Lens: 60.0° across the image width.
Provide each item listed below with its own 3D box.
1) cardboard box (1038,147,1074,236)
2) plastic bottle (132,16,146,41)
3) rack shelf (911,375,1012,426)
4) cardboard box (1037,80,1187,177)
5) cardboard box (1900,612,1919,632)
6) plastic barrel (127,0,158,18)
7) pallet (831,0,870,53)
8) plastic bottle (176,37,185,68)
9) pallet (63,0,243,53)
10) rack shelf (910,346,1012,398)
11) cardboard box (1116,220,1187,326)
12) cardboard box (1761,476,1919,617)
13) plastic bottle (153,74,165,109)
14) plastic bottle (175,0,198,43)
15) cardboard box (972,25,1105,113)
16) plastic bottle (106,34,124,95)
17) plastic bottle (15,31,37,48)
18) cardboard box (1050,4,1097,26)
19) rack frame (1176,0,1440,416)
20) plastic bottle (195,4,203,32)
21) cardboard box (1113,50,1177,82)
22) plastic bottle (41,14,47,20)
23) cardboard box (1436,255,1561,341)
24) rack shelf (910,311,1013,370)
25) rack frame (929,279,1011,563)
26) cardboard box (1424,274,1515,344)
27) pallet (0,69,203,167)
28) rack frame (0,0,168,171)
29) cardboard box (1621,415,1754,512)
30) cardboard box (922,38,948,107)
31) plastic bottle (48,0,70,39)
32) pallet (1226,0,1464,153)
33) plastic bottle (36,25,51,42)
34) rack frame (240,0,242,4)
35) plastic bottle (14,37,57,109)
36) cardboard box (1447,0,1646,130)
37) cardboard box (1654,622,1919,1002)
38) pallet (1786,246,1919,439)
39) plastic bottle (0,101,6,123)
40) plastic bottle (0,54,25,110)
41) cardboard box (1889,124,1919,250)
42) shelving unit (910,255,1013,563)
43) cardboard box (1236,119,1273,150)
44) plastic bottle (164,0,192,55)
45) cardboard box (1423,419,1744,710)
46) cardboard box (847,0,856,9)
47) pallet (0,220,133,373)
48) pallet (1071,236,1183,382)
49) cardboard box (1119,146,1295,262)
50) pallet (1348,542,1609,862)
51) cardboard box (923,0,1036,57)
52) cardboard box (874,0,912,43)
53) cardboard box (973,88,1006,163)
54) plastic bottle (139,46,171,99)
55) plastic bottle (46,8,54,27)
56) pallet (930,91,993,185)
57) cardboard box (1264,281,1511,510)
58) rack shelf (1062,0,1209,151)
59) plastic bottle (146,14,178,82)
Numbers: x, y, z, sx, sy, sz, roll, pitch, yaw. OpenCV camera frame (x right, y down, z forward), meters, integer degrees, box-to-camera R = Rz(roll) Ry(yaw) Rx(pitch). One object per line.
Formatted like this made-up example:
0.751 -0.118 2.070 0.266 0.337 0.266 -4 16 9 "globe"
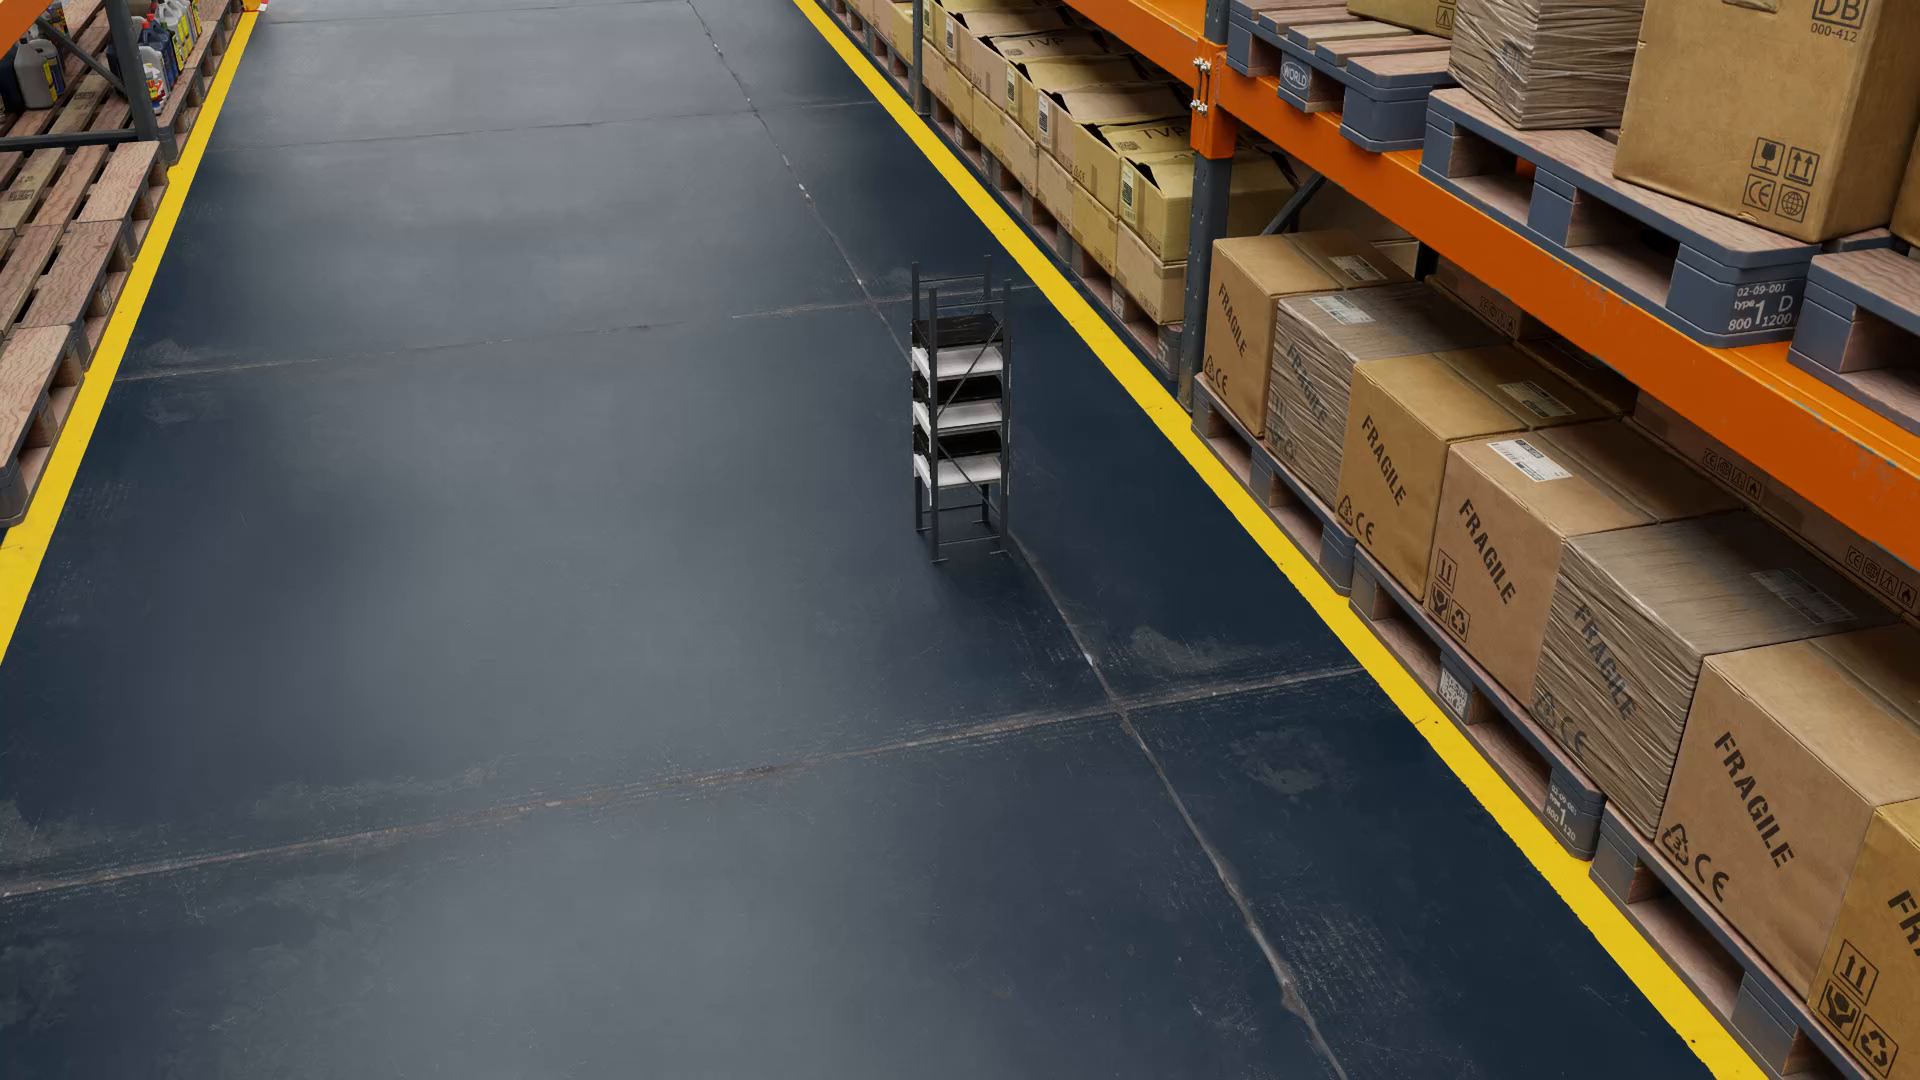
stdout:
0.651 -1.549 7.258 0.500 0.250 0.500 -7 31 -12 "cardboard box"
-4.655 -2.840 9.442 0.152 0.276 0.135 -8 31 -13 "plastic bottle"
0.002 -0.435 4.989 0.258 0.077 0.200 -8 31 -13 "rack shelf"
0.645 -1.793 7.119 0.500 0.311 0.500 -8 31 -14 "cardboard box"
2.313 0.457 3.522 0.500 0.500 0.500 -7 31 -13 "cardboard box"
-5.222 -3.606 10.550 0.421 0.512 0.421 0 30 0 "plastic barrel"
-0.263 -3.549 11.171 1.003 0.211 1.213 -8 31 -13 "pallet"
-4.459 -2.774 9.403 0.097 0.201 0.097 0 30 0 "plastic bottle"
-5.327 -3.421 10.949 1.003 0.211 1.213 -8 31 -13 "pallet"
0.002 -0.512 4.944 0.258 0.077 0.200 -8 31 -13 "rack shelf"
0.922 -1.057 6.408 0.500 0.250 0.500 -7 31 -12 "cardboard box"
2.199 -0.094 3.726 0.500 0.250 0.500 -8 31 -13 "cardboard box"
-4.231 -2.360 8.686 0.097 0.201 0.097 0 30 0 "plastic bottle"
-4.653 -3.108 9.906 0.152 0.276 0.135 -8 31 -13 "plastic bottle"
0.371 -2.285 7.970 0.500 0.311 0.500 -9 31 -15 "cardboard box"
-4.495 -2.589 8.933 0.144 0.351 0.185 -8 31 -13 "plastic bottle"
-5.127 -2.684 9.098 0.144 0.351 0.185 -8 31 -14 "plastic bottle"
0.763 -2.602 8.517 0.500 0.311 0.500 -7 31 -12 "cardboard box"
1.297 -1.844 5.441 1.000 3.000 0.127 -8 31 -13 "rack frame"
-4.693 -3.201 10.141 0.097 0.201 0.097 0 30 0 "plastic bottle"
1.023 -2.118 7.680 0.500 0.311 0.500 -8 31 -14 "cardboard box"
-5.305 -2.930 9.601 0.097 0.271 0.097 0 30 0 "plastic bottle"
1.790 -0.830 4.997 0.500 0.250 0.500 -7 31 -11 "cardboard box"
0.002 -0.590 4.899 0.258 0.077 0.200 -8 31 -13 "rack shelf"
0.029 -0.336 4.933 0.240 0.900 0.006 -8 31 -13 "rack frame"
1.771 -0.532 5.231 0.500 0.500 0.500 -7 31 -11 "cardboard box"
-4.680 -2.242 8.913 1.003 0.211 1.213 -8 31 -13 "pallet"
-4.542 -3.119 7.644 1.000 3.000 0.127 -8 31 -13 "rack frame"
2.054 -0.029 4.362 0.500 0.500 0.500 -9 31 -15 "cardboard box"
0.103 -2.540 8.969 0.500 0.250 0.500 -9 31 -14 "cardboard box"
-5.423 -3.143 9.971 0.097 0.271 0.097 0 30 0 "plastic bottle"
1.544 -1.443 4.940 1.213 0.211 1.003 -8 31 -13 "pallet"
-5.035 -2.681 9.160 0.061 0.283 0.133 -8 31 -13 "plastic bottle"
-5.603 -5.051 10.982 1.000 3.000 0.127 -8 31 -13 "rack frame"
-4.852 -2.455 8.702 0.144 0.351 0.185 -8 31 -13 "plastic bottle"
1.631 -1.313 4.004 0.700 0.500 0.500 -2 30 -4 "cardboard box"
1.828 0.539 3.380 0.500 0.500 0.500 -8 31 -13 "cardboard box"
2.251 -0.229 2.844 1.003 0.211 1.213 -8 31 -13 "pallet"
-4.938 -2.232 8.466 0.097 0.201 0.097 0 30 0 "plastic bottle"
-4.991 -2.436 8.669 0.144 0.351 0.185 -9 31 -15 "plastic bottle"
2.205 -0.719 2.979 0.700 0.500 0.500 -3 30 -5 "cardboard box"
0.002 -0.386 5.018 0.258 0.900 0.210 -8 31 -13 "shelving unit"
1.293 -1.623 6.825 0.500 0.311 0.500 -9 31 -15 "cardboard box"
-4.568 -2.994 9.634 0.144 0.351 0.185 -7 31 -11 "plastic bottle"
1.558 0.052 4.222 0.500 0.500 0.500 -9 31 -15 "cardboard box"
-0.502 -3.686 10.950 0.500 0.250 0.500 -8 31 -13 "cardboard box"
-3.968 -0.948 6.677 1.003 0.211 1.213 -8 31 -13 "pallet"
1.116 -1.040 6.836 1.003 0.211 1.213 -8 31 -13 "pallet"
0.920 -1.299 6.265 0.500 0.311 0.500 -7 31 -12 "cardboard box"
1.779 0.317 4.492 1.003 0.211 1.213 -8 31 -13 "pallet"
0.104 -2.777 8.820 0.500 0.311 0.500 -8 31 -13 "cardboard box"
-0.222 -3.205 10.119 0.500 0.250 0.500 -8 31 -13 "cardboard box"
0.378 -2.043 8.111 0.500 0.250 0.500 -9 31 -15 "cardboard box"
-4.316 -2.495 8.846 0.152 0.276 0.135 -7 31 -11 "plastic bottle"
-5.380 -3.037 9.775 0.061 0.283 0.133 -7 31 -12 "plastic bottle"
0.468 -2.218 8.872 1.003 0.211 1.213 -8 31 -13 "pallet"
1.286 -0.442 5.076 0.500 0.500 0.500 -9 31 -15 "cardboard box"
0.766 -2.498 7.290 1.077 0.370 4.000 -8 31 -13 "rack shelf"
-4.406 -2.699 9.124 0.144 0.351 0.185 -9 31 -15 "plastic bottle"
